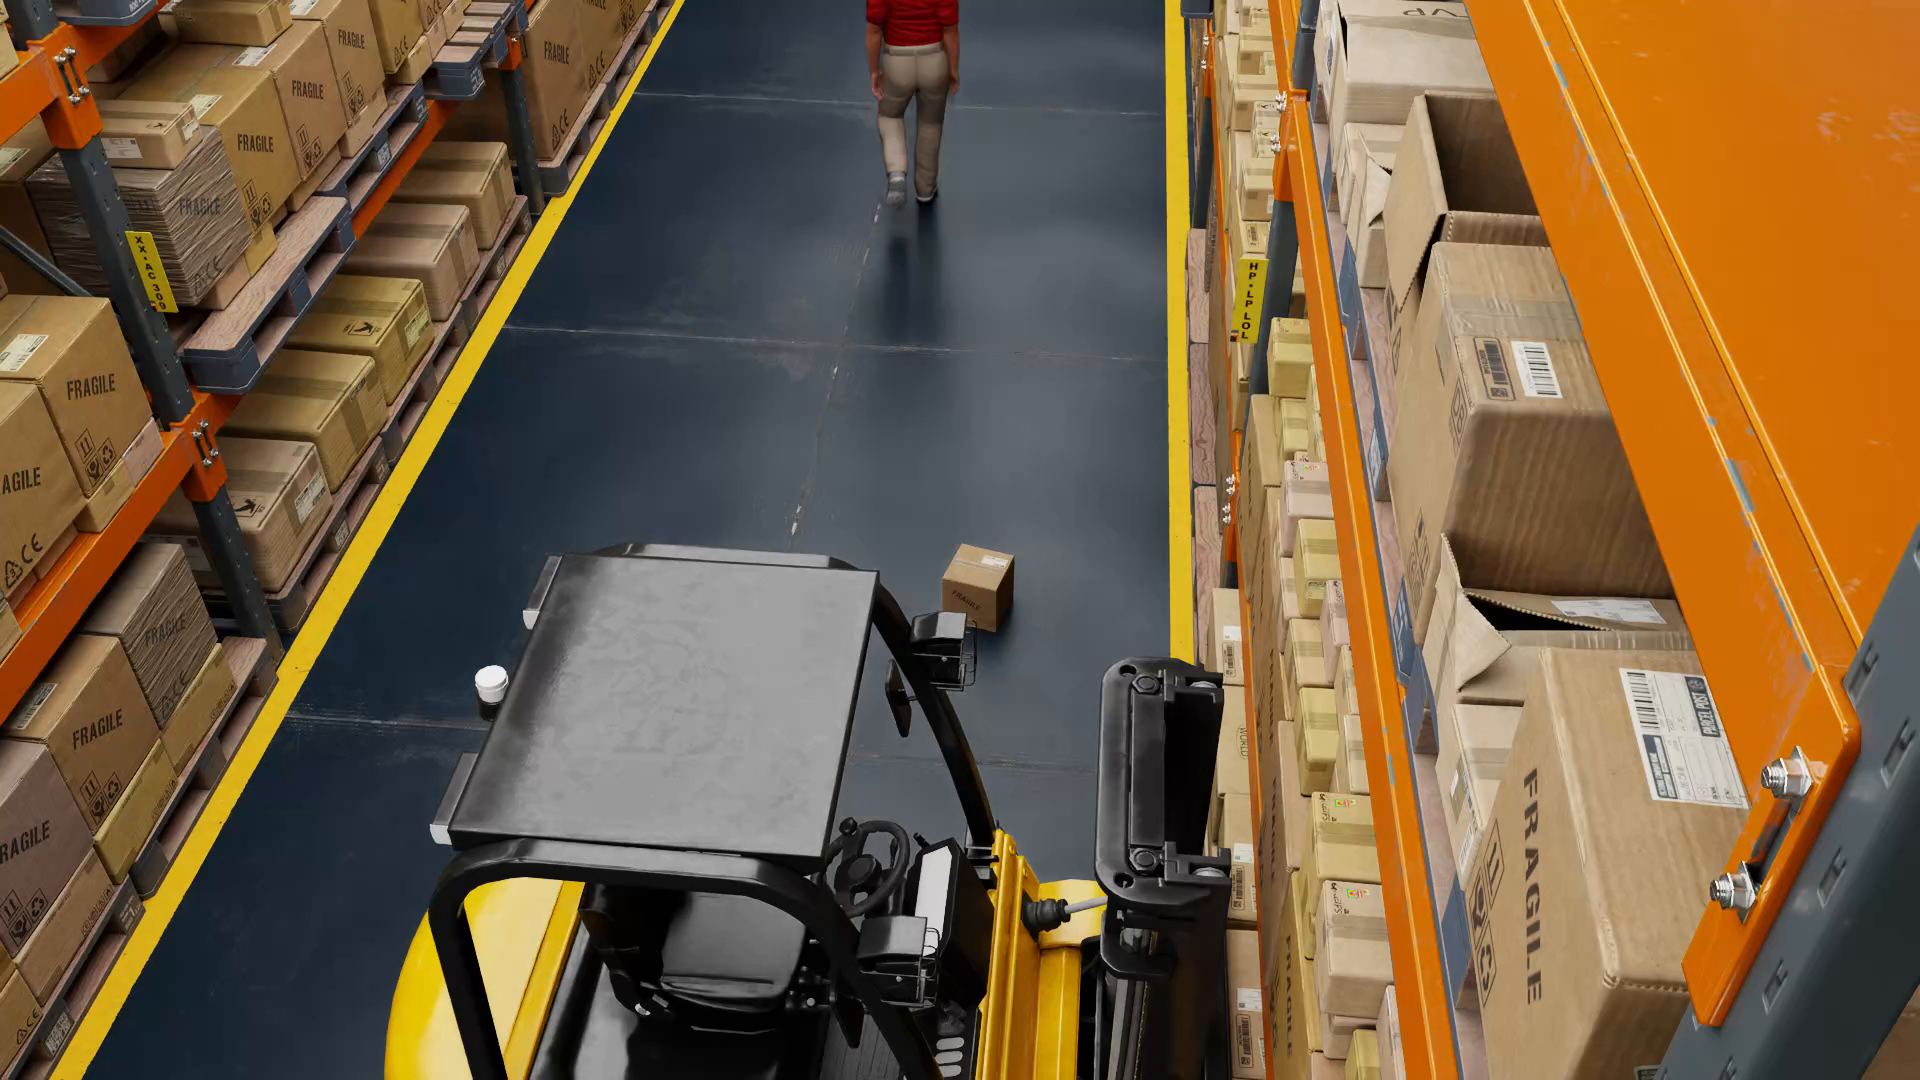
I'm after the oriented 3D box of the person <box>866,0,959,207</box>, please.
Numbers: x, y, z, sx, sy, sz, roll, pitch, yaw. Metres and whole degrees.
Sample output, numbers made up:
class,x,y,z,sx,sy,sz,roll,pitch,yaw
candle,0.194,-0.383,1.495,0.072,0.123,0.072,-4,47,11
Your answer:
class,x,y,z,sx,sy,sz,roll,pitch,yaw
person,-0.273,-2.753,9.738,0.542,1.712,0.570,-1,40,-1
